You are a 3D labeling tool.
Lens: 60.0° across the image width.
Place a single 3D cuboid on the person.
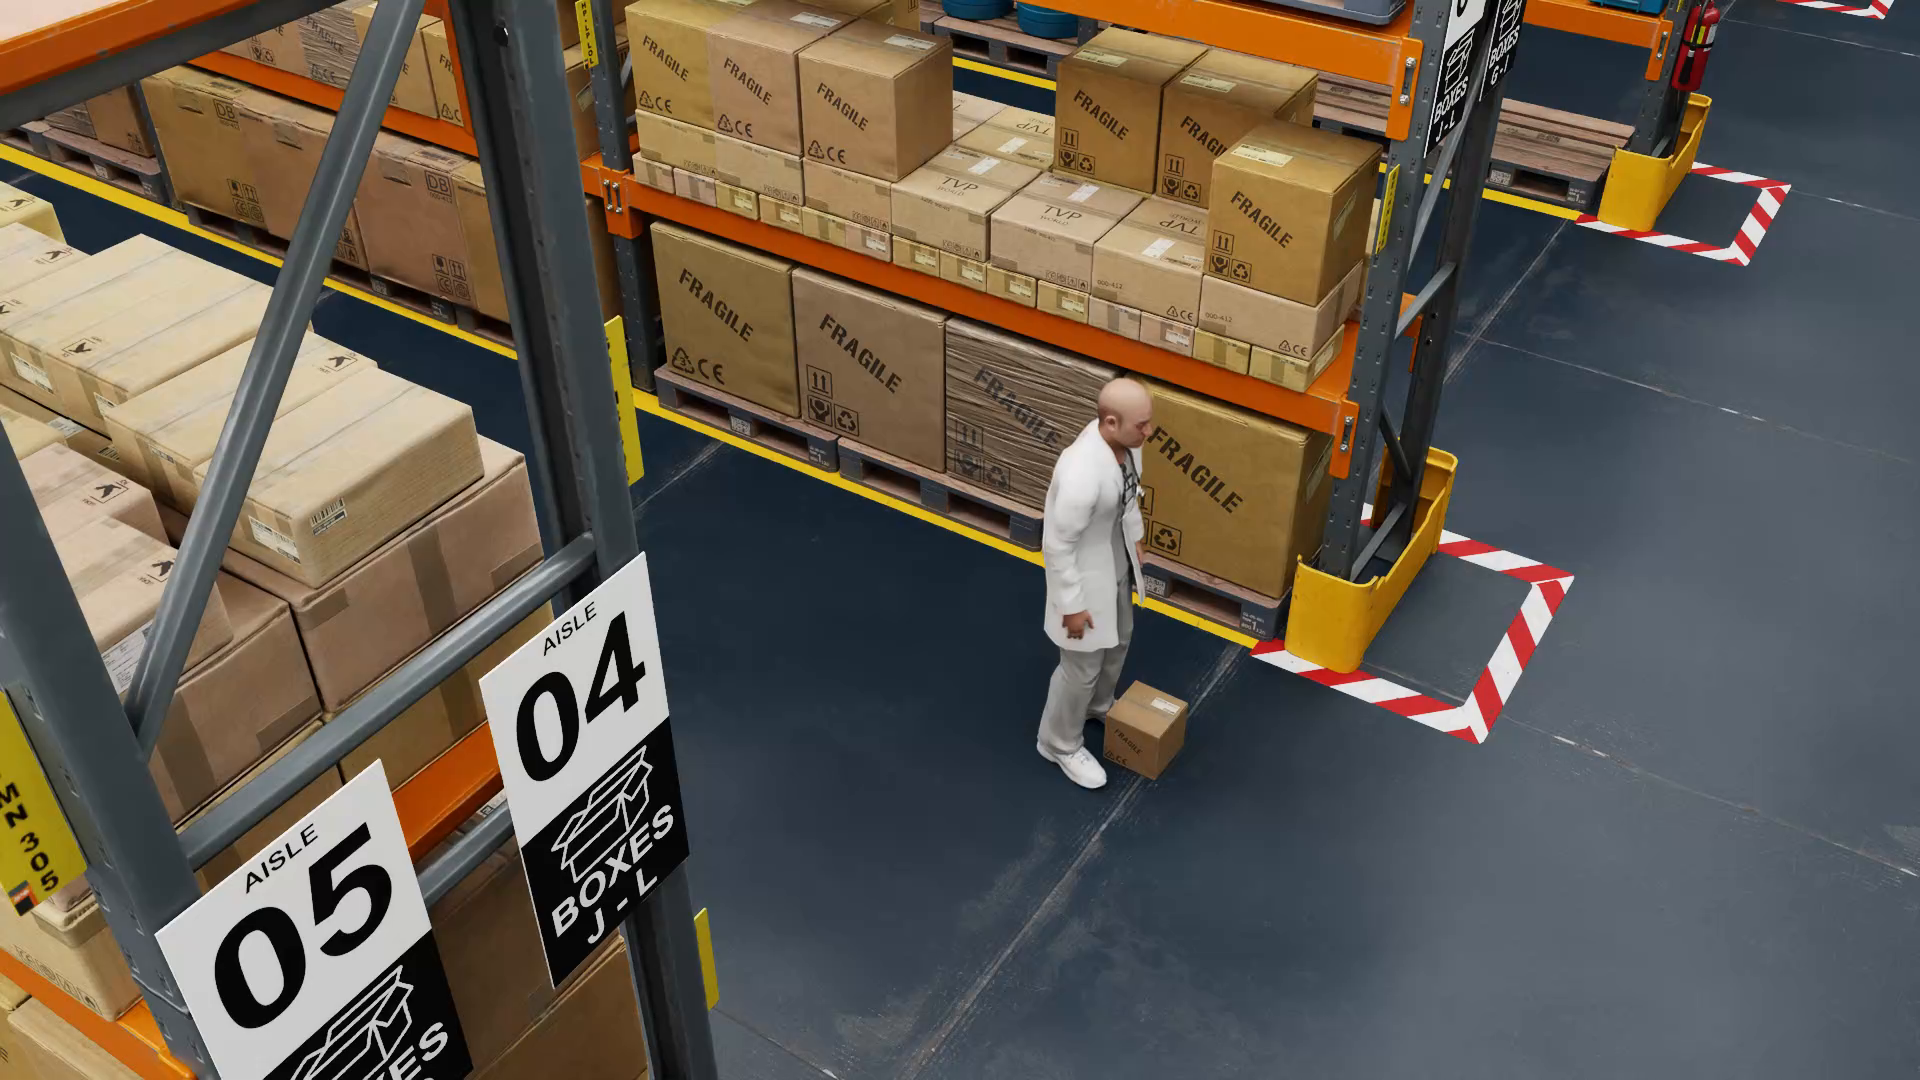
[{"bbox_3d":[0.542,0.128,6.529,0.420,1.774,0.649,20,42,24],"label":"person"}]
